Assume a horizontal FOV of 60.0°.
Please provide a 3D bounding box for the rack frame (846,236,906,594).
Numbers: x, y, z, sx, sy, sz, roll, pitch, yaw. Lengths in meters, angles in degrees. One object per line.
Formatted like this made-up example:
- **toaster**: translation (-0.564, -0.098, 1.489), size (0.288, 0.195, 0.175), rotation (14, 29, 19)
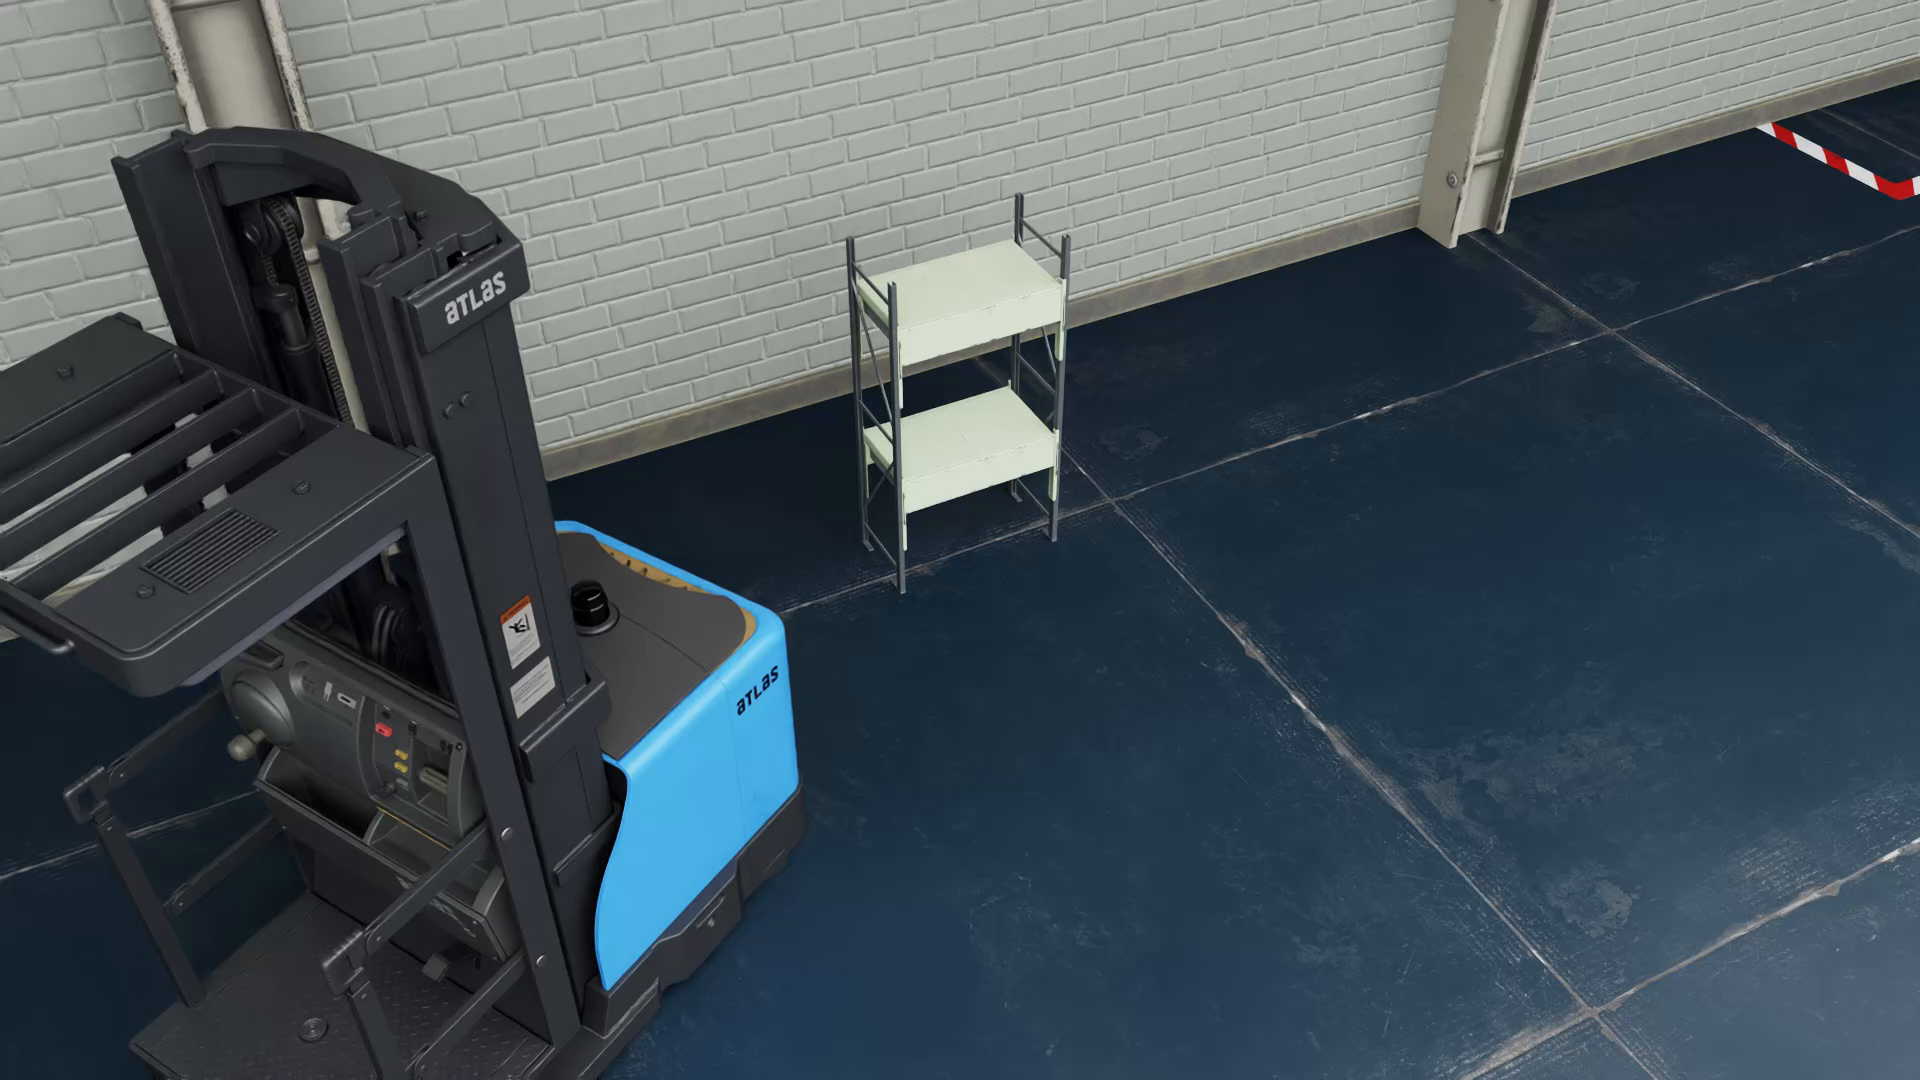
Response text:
- **rack frame**: translation (-0.331, -0.461, 6.634), size (0.023, 1.500, 0.400), rotation (-19, 44, -21)

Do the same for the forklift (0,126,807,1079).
- **forklift**: translation (-1.762, 0.579, 4.297), size (1.130, 2.935, 3.031), rotation (22, 45, 24)

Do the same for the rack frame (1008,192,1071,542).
- **rack frame**: translation (0.319, -0.680, 6.892), size (0.023, 1.500, 0.400), rotation (-19, 44, -21)

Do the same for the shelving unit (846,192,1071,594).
- **shelving unit**: translation (-0.006, -0.570, 6.763), size (0.755, 1.500, 0.431), rotation (-19, 44, -21)

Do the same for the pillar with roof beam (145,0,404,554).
- **pillar with roof beam**: translation (-0.541, -0.926, 1.379), size (0.400, 9.000, 9.100), rotation (-19, 44, -21)

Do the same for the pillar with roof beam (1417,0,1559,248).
- **pillar with roof beam**: translation (4.780, -2.717, 3.495), size (0.400, 9.000, 9.100), rotation (-19, 44, -21)

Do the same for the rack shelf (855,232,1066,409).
- **rack shelf**: translation (-0.006, -0.868, 6.511), size (0.720, 0.370, 0.431), rotation (-19, 44, -21)

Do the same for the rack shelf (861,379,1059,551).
- **rack shelf**: translation (-0.006, -0.322, 6.974), size (0.720, 0.370, 0.431), rotation (-19, 44, -21)
